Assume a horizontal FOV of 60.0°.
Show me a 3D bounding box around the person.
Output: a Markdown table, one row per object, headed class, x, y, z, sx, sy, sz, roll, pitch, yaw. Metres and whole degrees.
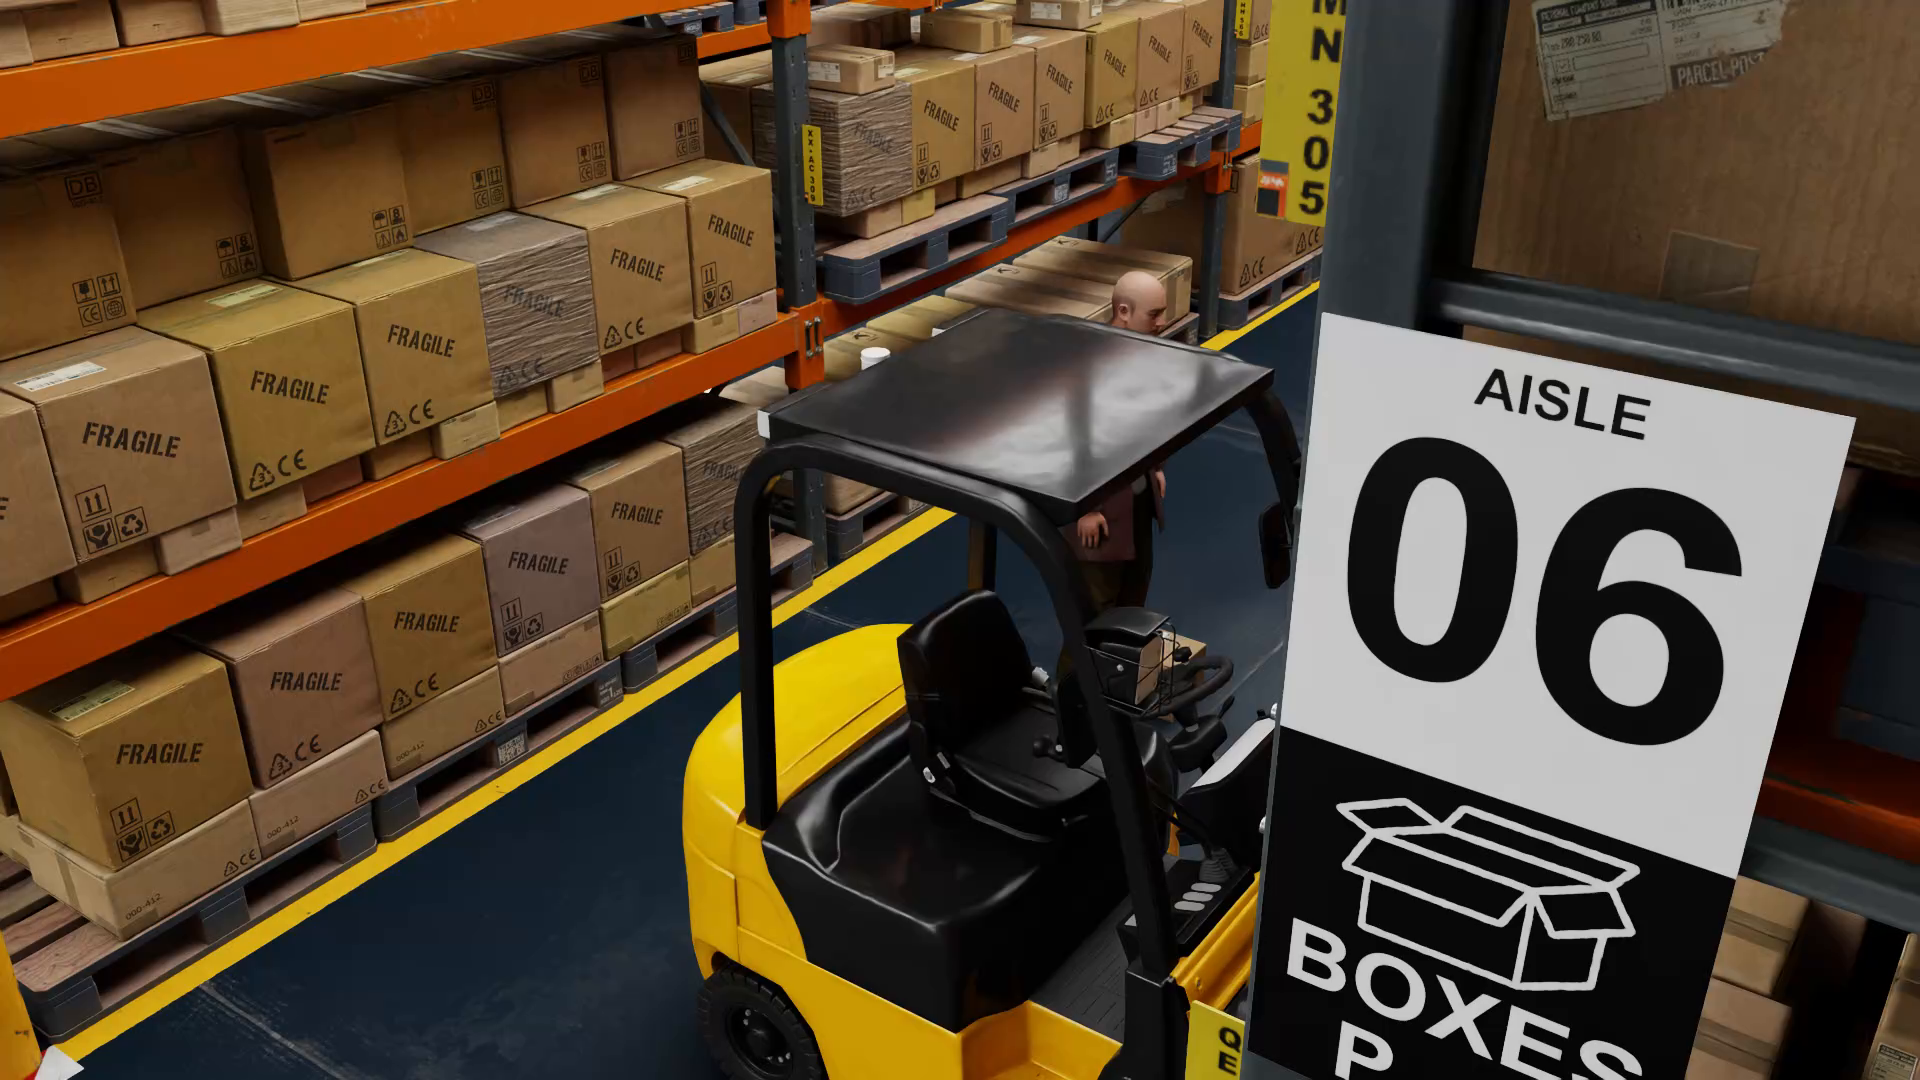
| class | x | y | z | sx | sy | sz | roll | pitch | yaw |
| --- | --- | --- | --- | --- | --- | --- | --- | --- | --- |
| person | 0.613 | -0.196 | 6.524 | 0.426 | 1.774 | 0.644 | 17 | 31 | 31 |
